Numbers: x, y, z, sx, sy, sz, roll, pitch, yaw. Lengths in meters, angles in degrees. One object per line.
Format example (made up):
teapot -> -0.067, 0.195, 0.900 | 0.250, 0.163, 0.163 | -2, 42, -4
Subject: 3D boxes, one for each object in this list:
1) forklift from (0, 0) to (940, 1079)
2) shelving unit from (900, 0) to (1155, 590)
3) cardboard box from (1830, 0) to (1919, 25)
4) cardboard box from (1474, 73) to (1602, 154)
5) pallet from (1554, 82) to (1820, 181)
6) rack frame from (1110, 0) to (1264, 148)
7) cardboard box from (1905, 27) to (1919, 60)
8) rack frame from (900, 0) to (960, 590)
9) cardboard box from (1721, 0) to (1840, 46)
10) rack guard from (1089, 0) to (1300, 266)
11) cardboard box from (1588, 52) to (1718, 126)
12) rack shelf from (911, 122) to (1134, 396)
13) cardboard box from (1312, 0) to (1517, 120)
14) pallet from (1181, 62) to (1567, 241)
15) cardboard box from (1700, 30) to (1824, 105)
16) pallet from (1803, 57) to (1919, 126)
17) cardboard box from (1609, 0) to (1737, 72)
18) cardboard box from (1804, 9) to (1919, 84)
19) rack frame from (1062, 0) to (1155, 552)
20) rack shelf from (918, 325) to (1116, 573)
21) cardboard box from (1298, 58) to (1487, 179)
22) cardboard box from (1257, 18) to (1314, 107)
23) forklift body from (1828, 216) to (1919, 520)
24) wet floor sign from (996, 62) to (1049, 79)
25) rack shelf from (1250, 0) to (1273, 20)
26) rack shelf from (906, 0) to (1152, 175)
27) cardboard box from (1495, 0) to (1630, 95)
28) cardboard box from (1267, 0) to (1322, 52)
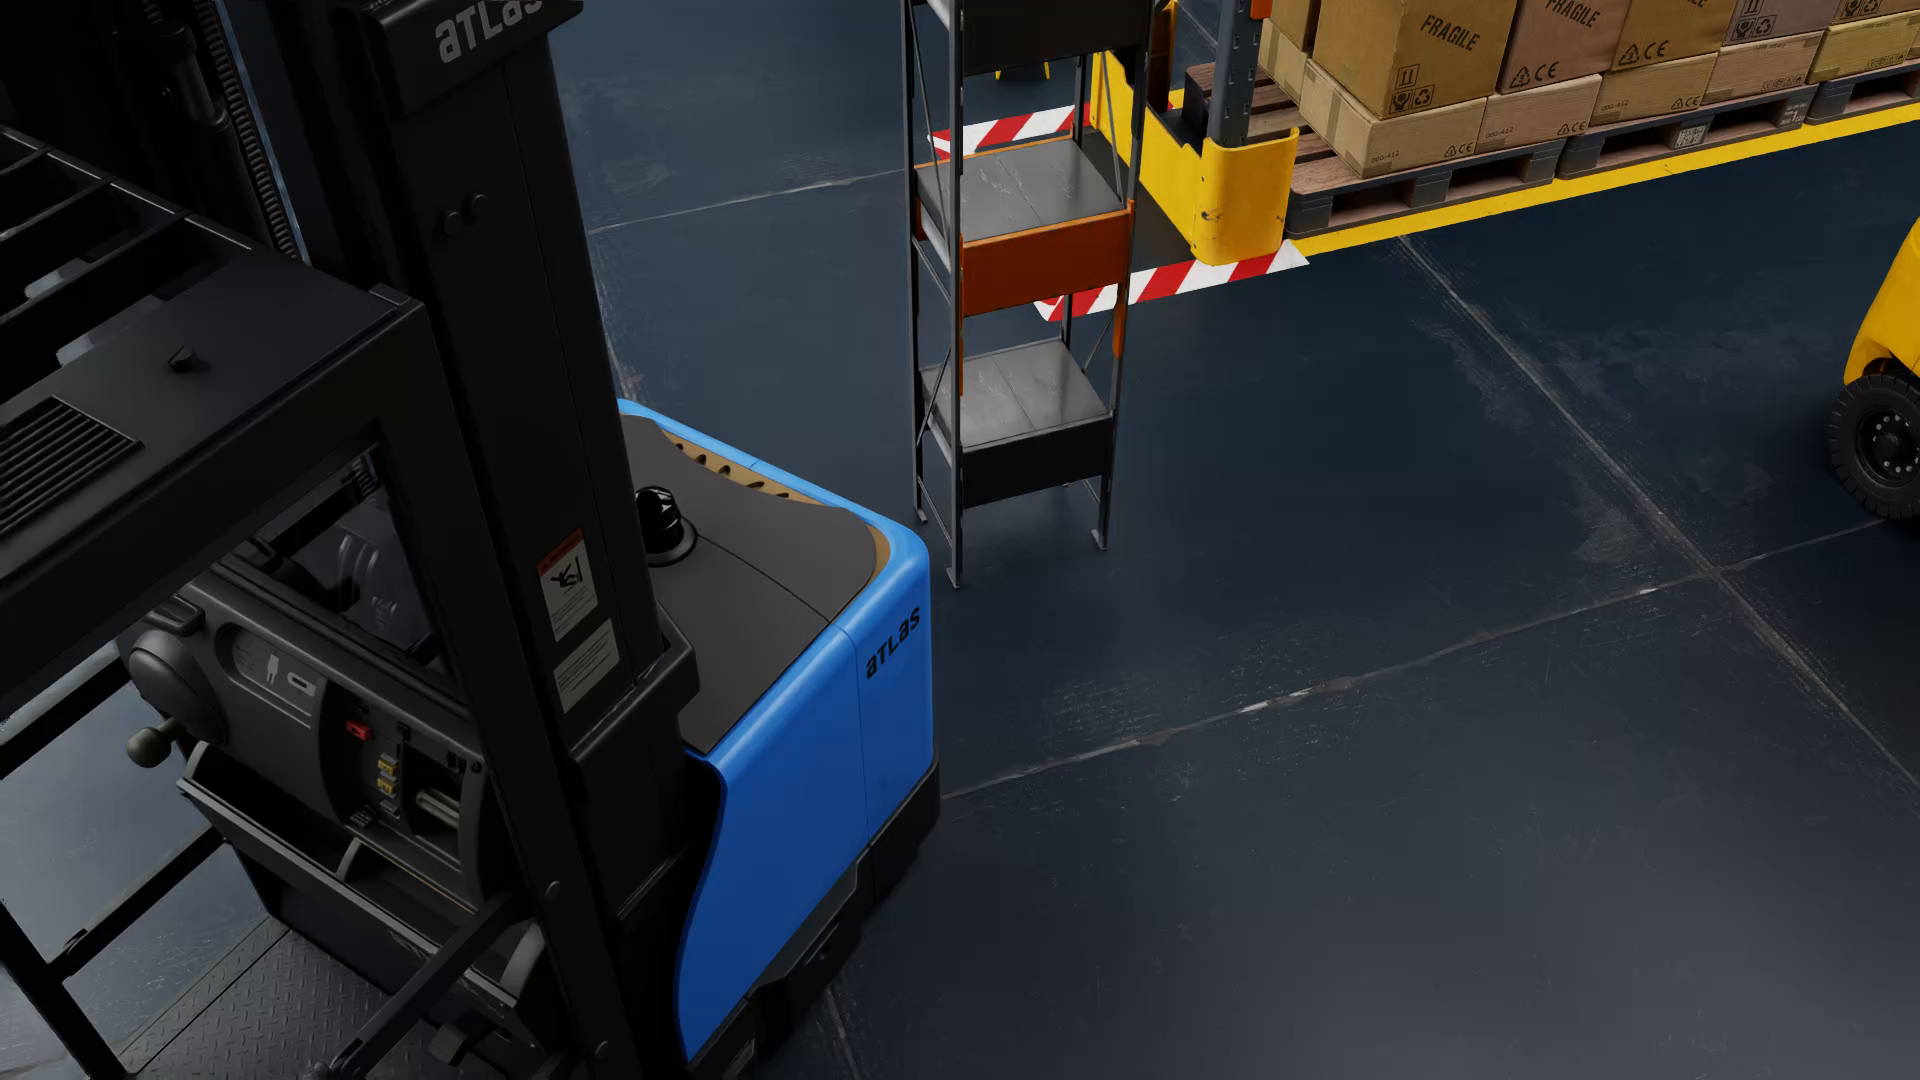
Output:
forklift -> -1.273, 0.411, 2.771 | 1.130, 2.935, 3.031 | 24, 50, 22
shelving unit -> 0.156, -0.781, 4.546 | 0.503, 2.100, 0.431 | -14, 47, -14
cardboard box -> 3.636, -2.453, 6.693 | 0.500, 0.500, 0.500 | -14, 47, -13
cardboard box -> 2.152, -1.799, 6.570 | 0.500, 0.250, 0.500 | -13, 46, -12
pallet -> 2.810, -1.990, 7.085 | 1.213, 0.211, 1.003 | -14, 47, -14
rack frame -> 0.816, -2.494, 5.618 | 0.127, 3.000, 1.000 | -14, 47, -14
cardboard box -> 4.114, -2.312, 7.081 | 0.500, 0.250, 0.500 | -12, 46, -12
rack frame -> -0.074, -0.722, 4.487 | 0.015, 2.100, 0.400 | -14, 47, -14
cardboard box -> 3.156, -2.330, 6.570 | 0.500, 0.500, 0.500 | -12, 46, -12
rack guard -> 0.888, -1.630, 6.521 | 0.348, 0.500, 1.175 | -14, 47, -14
cardboard box -> 2.661, -1.938, 6.709 | 0.500, 0.250, 0.500 | -11, 46, -11
rack shelf -> 0.156, -0.771, 4.556 | 0.480, 0.518, 0.431 | -14, 47, -14
cardboard box -> 1.691, -1.952, 6.193 | 0.500, 0.500, 0.500 | -16, 47, -15
pallet -> 1.664, -1.699, 6.795 | 1.213, 0.211, 1.003 | -14, 47, -14
cardboard box -> 3.137, -2.058, 6.828 | 0.500, 0.250, 0.500 | -14, 47, -13
pallet -> 3.959, -2.286, 7.380 | 1.213, 0.211, 1.003 | -14, 47, -14
cardboard box -> 2.656, -2.196, 6.436 | 0.500, 0.500, 0.500 | -13, 47, -13
cardboard box -> 3.617, -2.177, 6.947 | 0.500, 0.250, 0.500 | -15, 47, -15
rack frame -> 0.385, -0.840, 4.604 | 0.015, 2.100, 0.400 | -14, 47, -14
rack shelf -> 0.156, -0.277, 5.051 | 0.480, 0.518, 0.431 | -14, 47, -14
cardboard box -> 1.669, -1.681, 6.452 | 0.500, 0.250, 0.500 | -15, 47, -14
cardboard box -> 1.508, -2.051, 6.821 | 0.500, 0.250, 0.500 | -15, 47, -14
forklift body -> 3.669, -0.560, 4.289 | 1.214, 2.155, 2.313 | -14, 47, -14
wet floor sign -> 0.274, -2.330, 7.116 | 0.232, 0.644, 0.267 | 0, 45, 0
rack shelf -> 2.698, -2.721, 6.352 | 4.000, 0.370, 1.077 | -14, 47, -14
rack shelf -> 0.156, -1.266, 4.060 | 0.480, 0.518, 0.431 | -14, 47, -14
cardboard box -> 2.182, -2.081, 6.321 | 0.500, 0.500, 0.500 | -16, 47, -15
cardboard box -> 1.481, -2.302, 6.542 | 0.500, 0.500, 0.500 | -14, 47, -14
